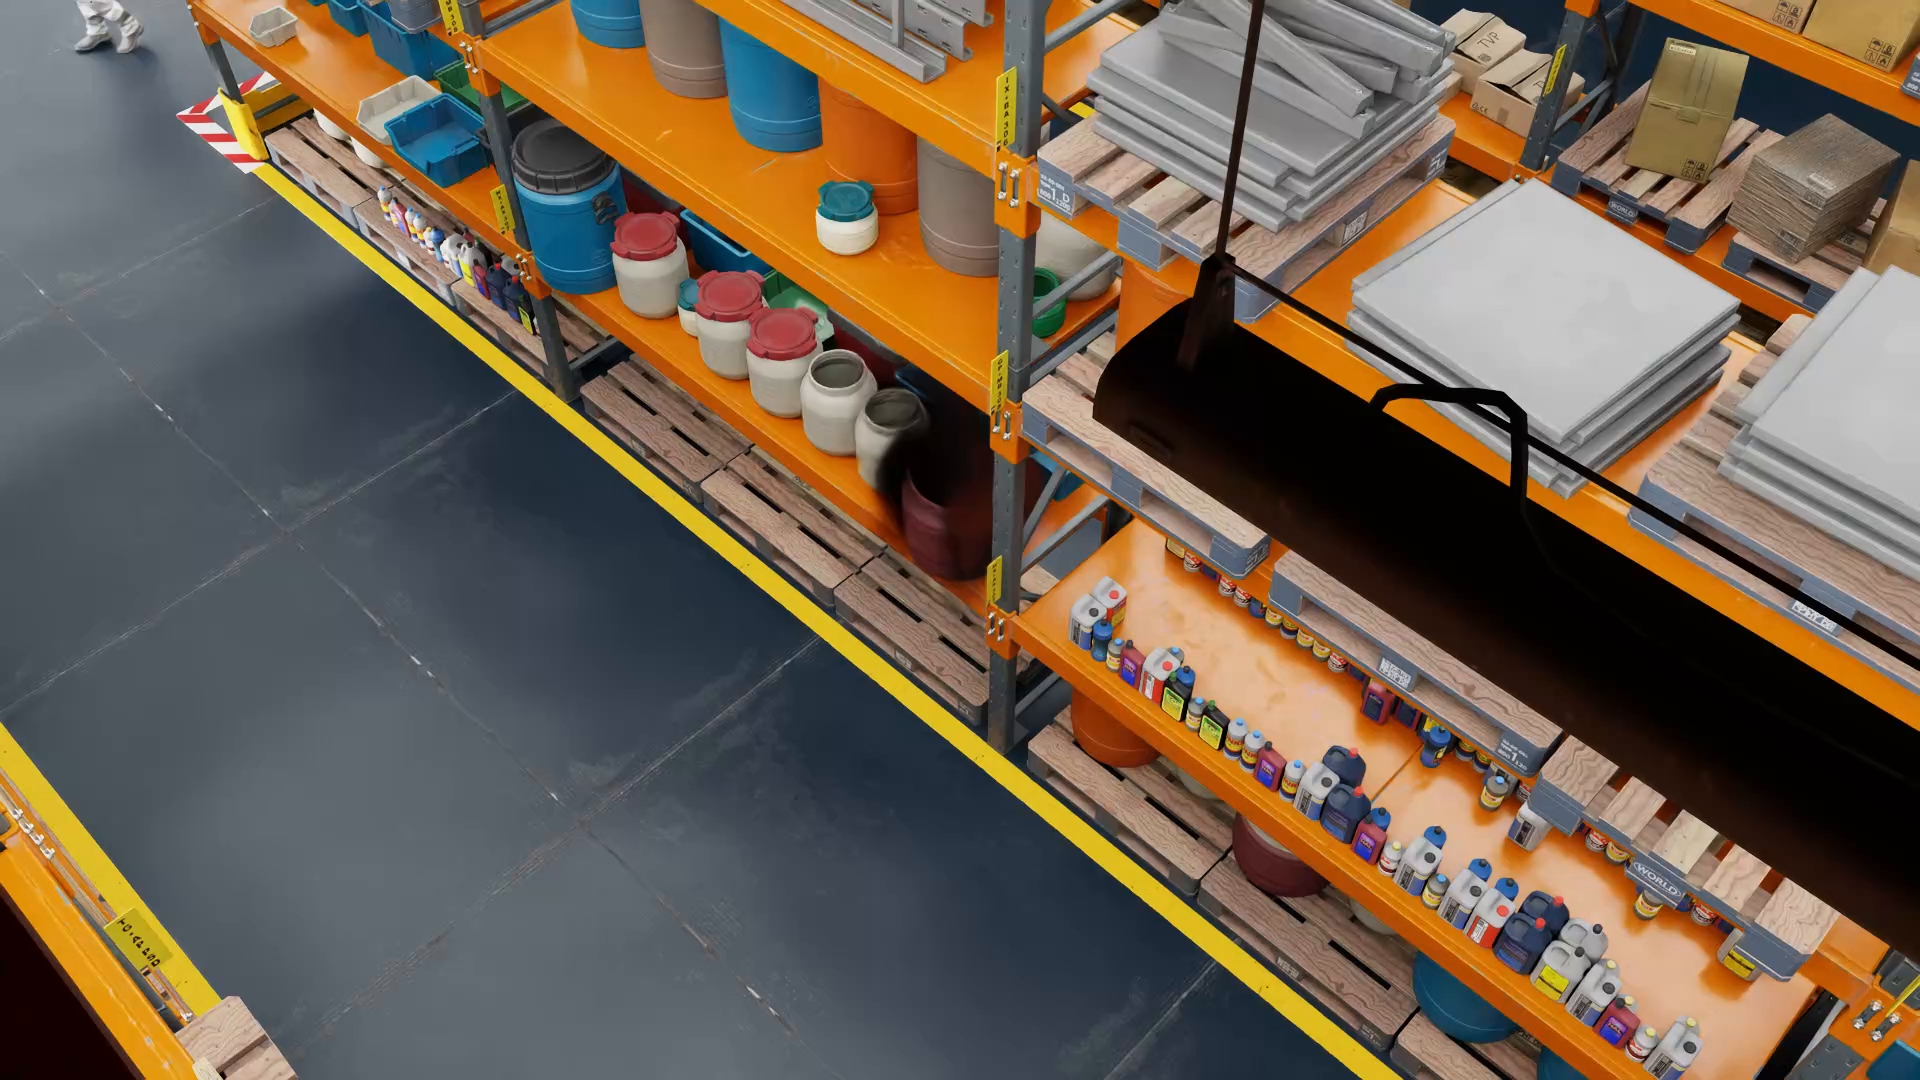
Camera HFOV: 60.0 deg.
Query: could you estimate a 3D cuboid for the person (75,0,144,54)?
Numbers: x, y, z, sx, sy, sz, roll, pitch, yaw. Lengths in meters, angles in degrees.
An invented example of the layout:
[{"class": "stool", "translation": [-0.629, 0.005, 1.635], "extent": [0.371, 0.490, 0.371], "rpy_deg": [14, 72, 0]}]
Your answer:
[{"class": "person", "translation": [-7.111, -4.720, 13.190], "extent": [0.647, 1.802, 0.424], "rpy_deg": [23, 54, 18]}]
